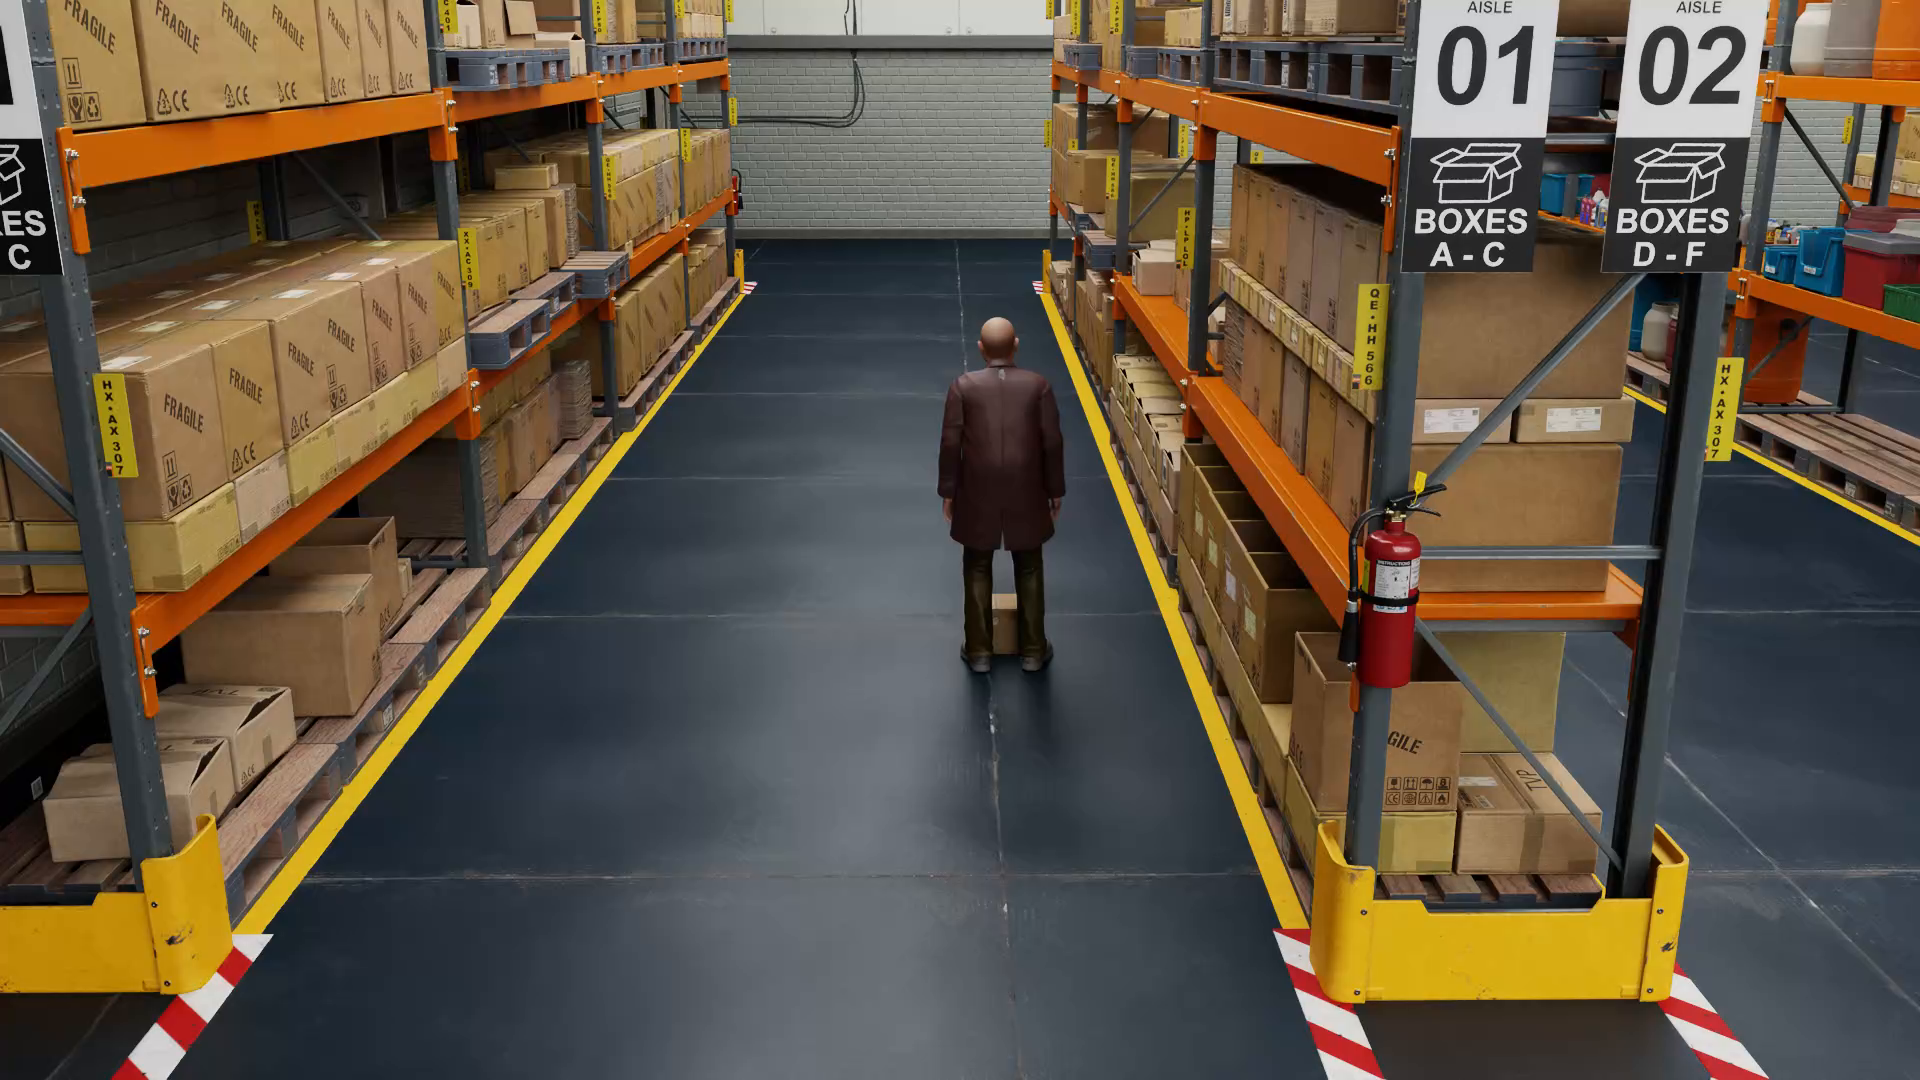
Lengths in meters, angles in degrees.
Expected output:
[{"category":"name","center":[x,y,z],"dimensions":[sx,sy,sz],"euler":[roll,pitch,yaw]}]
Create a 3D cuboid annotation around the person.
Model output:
[{"category":"person","center":[0.207,-0.218,8.290],"dimensions":[0.641,1.773,0.428],"euler":[0,17,0]}]
